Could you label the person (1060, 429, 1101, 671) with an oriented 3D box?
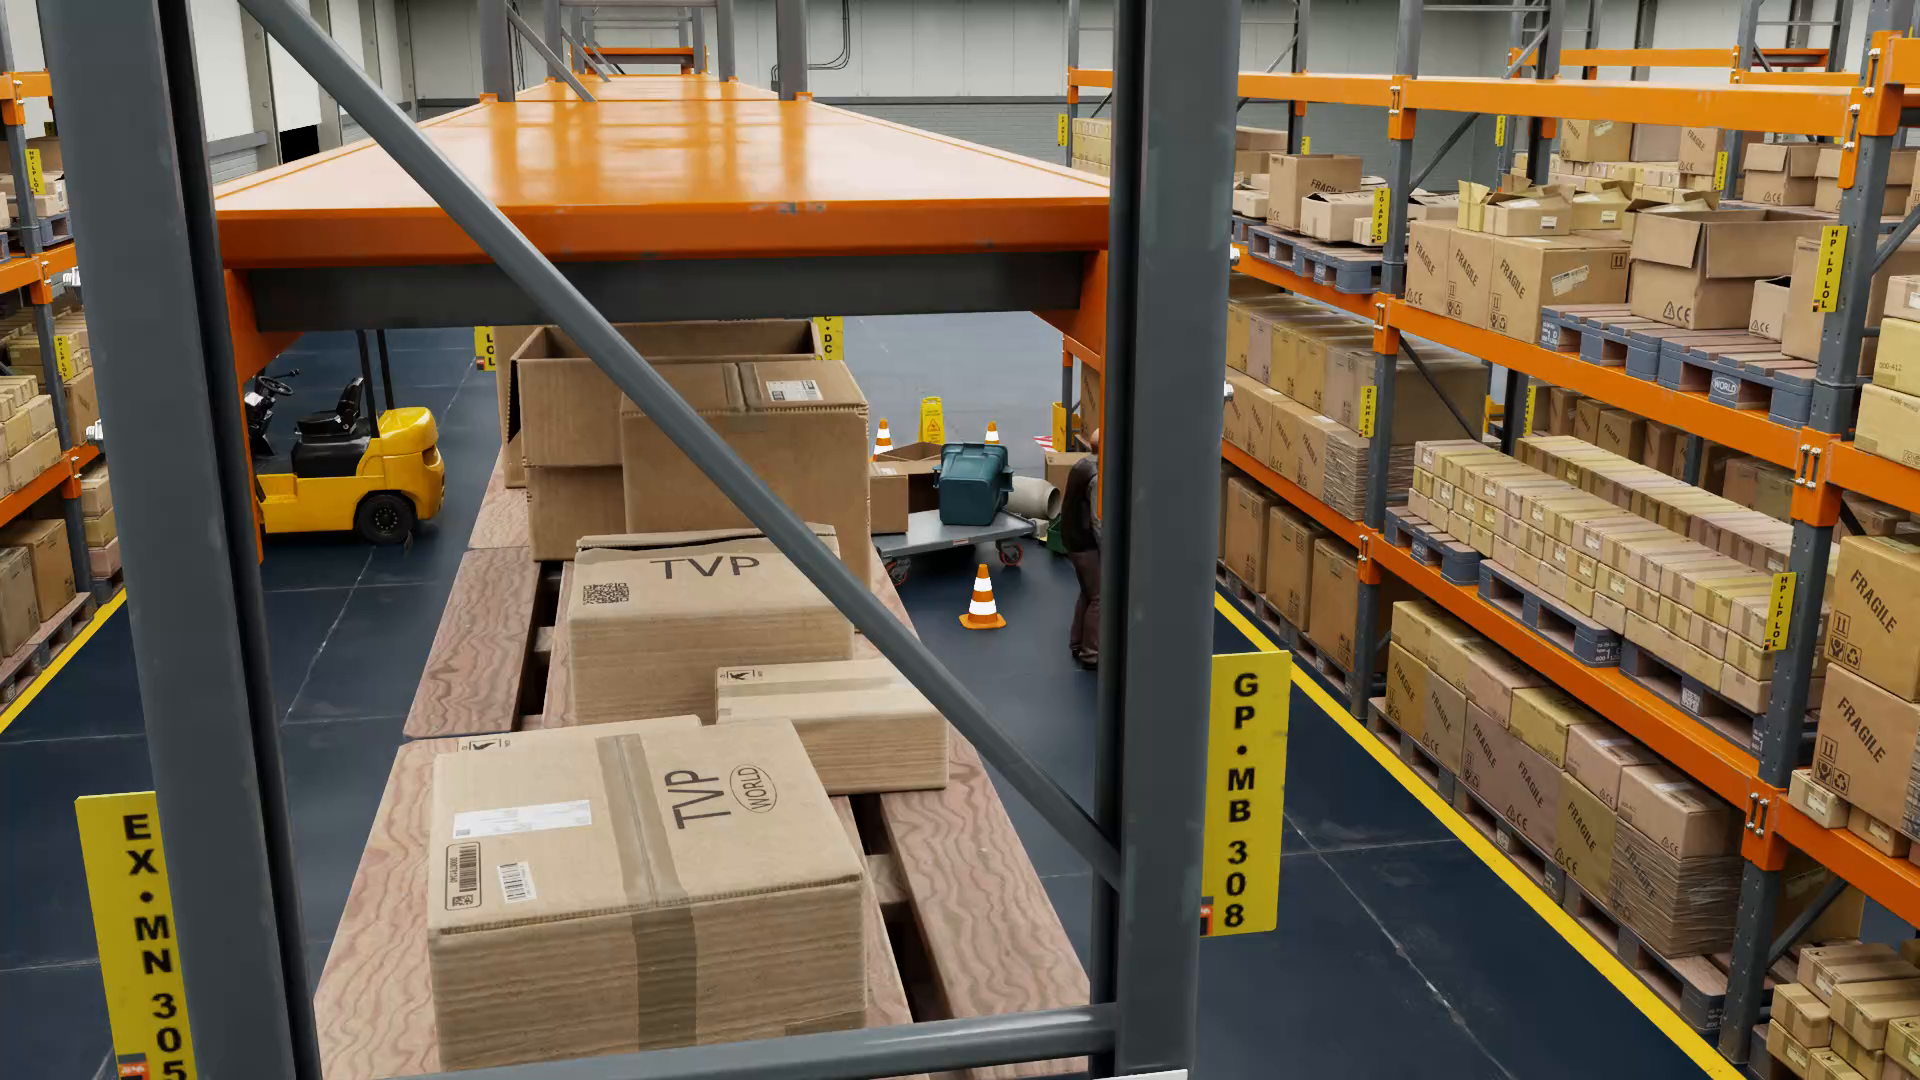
[{"bbox_3d":[0.934,0.050,11.908,0.412,1.720,0.585,-3,17,-11],"label":"person"}]
